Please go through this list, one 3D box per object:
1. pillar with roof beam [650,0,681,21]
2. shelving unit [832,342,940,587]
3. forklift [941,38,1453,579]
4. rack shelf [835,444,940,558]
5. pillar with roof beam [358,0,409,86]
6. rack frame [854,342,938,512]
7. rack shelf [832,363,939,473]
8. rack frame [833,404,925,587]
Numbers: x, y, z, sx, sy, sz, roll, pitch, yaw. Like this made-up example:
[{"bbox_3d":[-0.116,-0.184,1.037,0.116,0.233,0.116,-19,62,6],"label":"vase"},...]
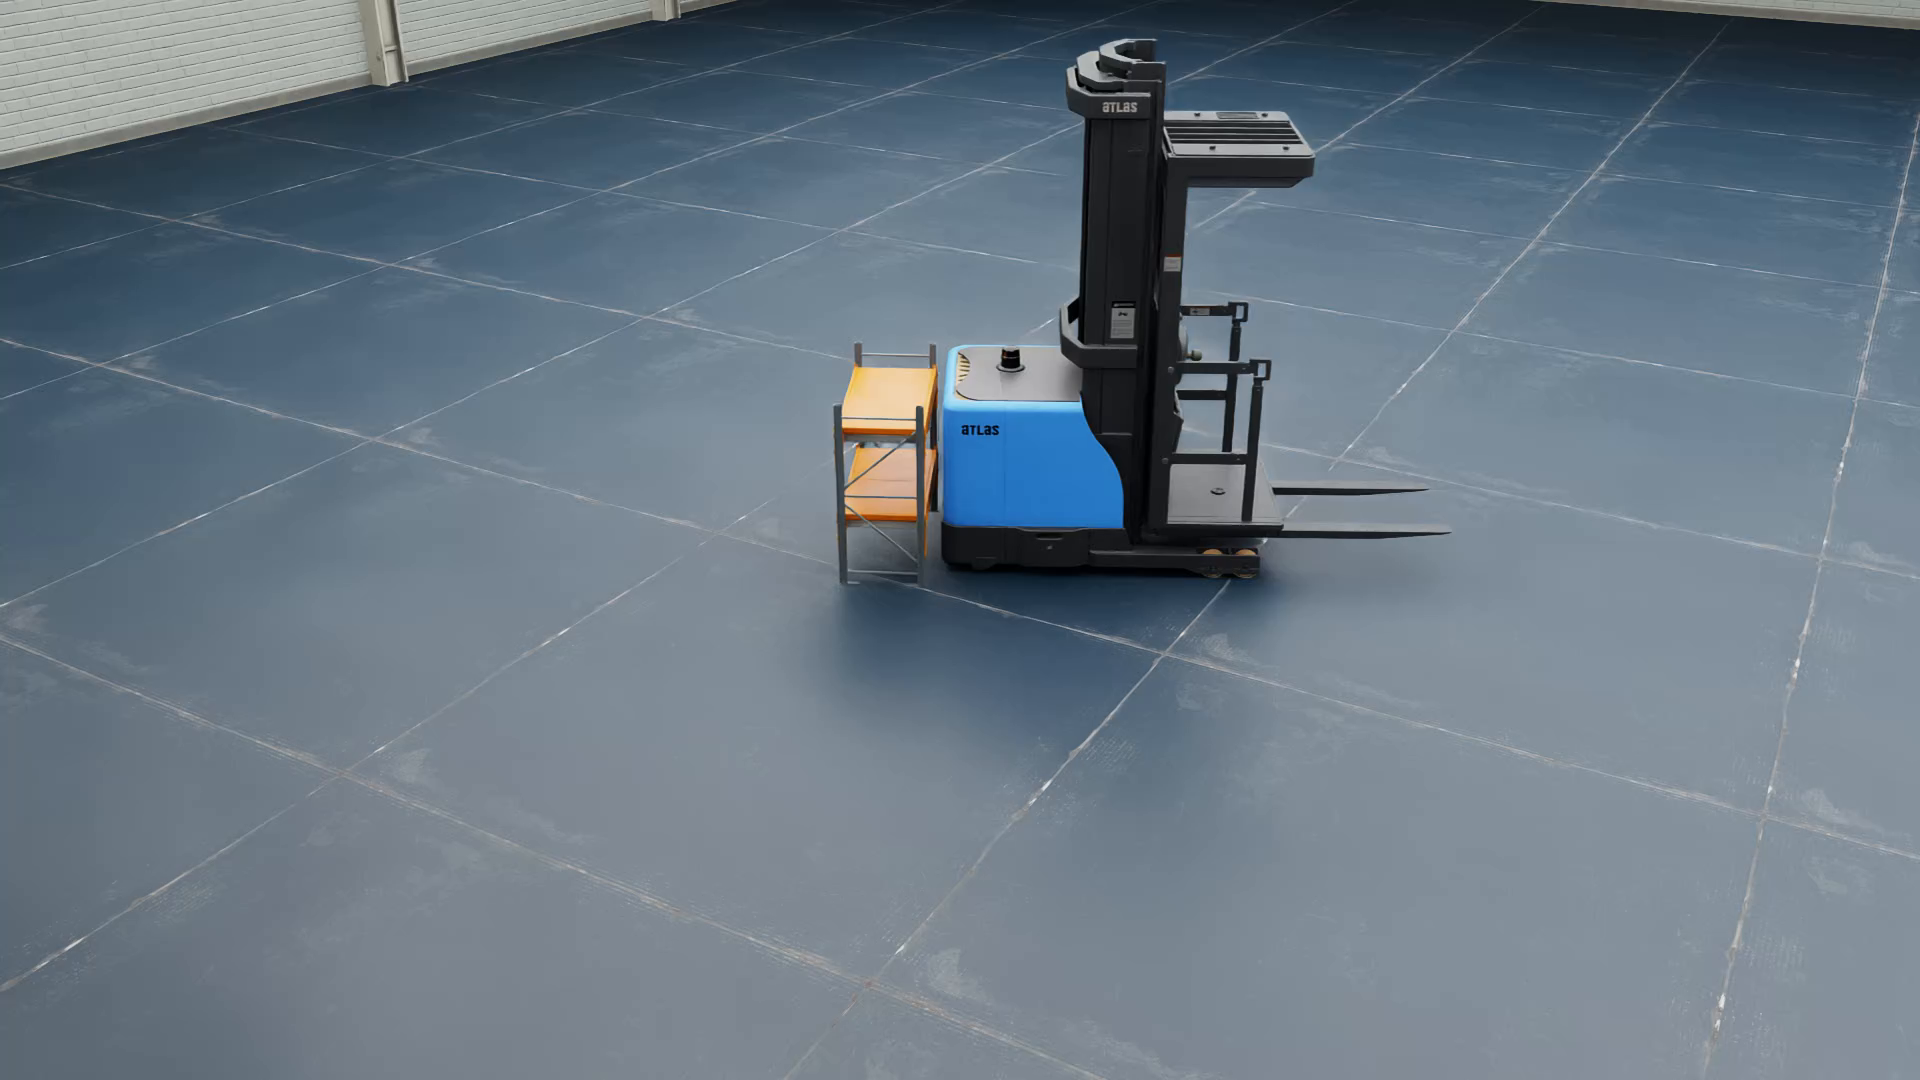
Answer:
[{"bbox_3d":[-1.100,-11.674,23.519,9.100,9.000,0.400,14,30,26],"label":"pillar with roof beam"},{"bbox_3d":[-0.423,-0.469,9.931,0.538,1.125,1.048,1,27,3],"label":"shelving unit"},{"bbox_3d":[1.414,-1.327,9.626,3.031,2.935,1.130,1,27,1],"label":"forklift"},{"bbox_3d":[-0.423,-0.251,10.041,0.538,0.278,1.000,1,27,3],"label":"rack shelf"},{"bbox_3d":[-4.051,-9.336,18.848,9.100,9.000,0.400,14,30,26],"label":"pillar with roof beam"},{"bbox_3d":[-0.394,-0.697,10.385,0.500,1.125,0.032,1,27,3],"label":"rack frame"},{"bbox_3d":[-0.423,-0.731,9.800,0.538,0.278,1.000,1,27,3],"label":"rack shelf"},{"bbox_3d":[-0.453,-0.242,9.477,0.500,1.125,0.032,1,27,3],"label":"rack frame"}]
